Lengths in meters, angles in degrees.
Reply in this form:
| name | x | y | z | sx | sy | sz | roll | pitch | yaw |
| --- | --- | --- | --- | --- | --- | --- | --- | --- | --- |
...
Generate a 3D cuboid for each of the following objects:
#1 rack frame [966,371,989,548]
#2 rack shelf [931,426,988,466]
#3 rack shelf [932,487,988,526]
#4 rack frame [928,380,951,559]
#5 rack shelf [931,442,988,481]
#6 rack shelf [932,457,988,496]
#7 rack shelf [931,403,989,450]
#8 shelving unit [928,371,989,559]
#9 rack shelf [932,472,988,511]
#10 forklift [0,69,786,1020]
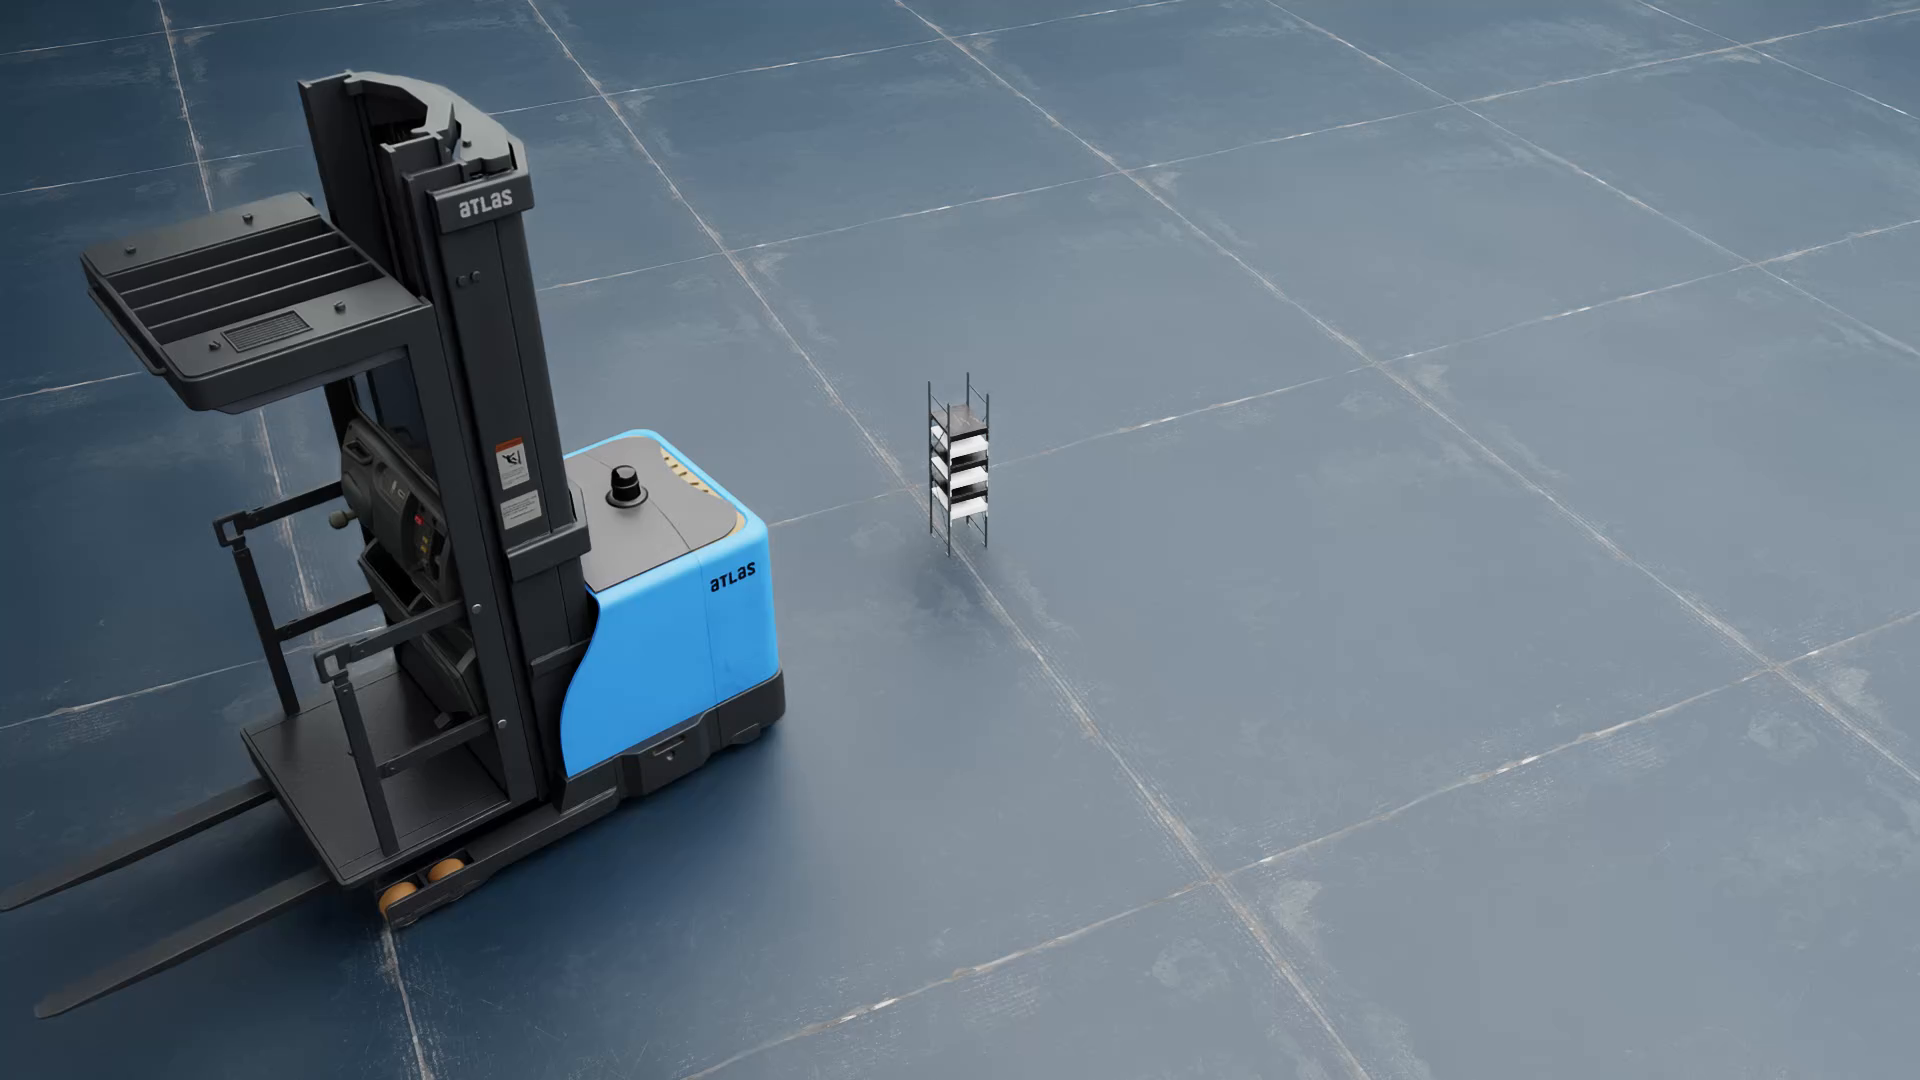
| name | x | y | z | sx | sy | sz | roll | pitch | yaw |
| --- | --- | --- | --- | --- | --- | --- | --- | --- | --- |
| rack frame | 0.085 | -0.385 | 8.157 | 0.006 | 0.900 | 0.240 | -16 | 39 | -20 |
| rack shelf | -0.007 | -0.477 | 8.035 | 0.200 | 0.077 | 0.258 | -16 | 39 | -20 |
| rack shelf | -0.007 | -0.188 | 8.249 | 0.200 | 0.077 | 0.258 | -16 | 39 | -20 |
| rack frame | -0.099 | -0.334 | 8.088 | 0.006 | 0.900 | 0.240 | -16 | 39 | -20 |
| rack shelf | -0.007 | -0.405 | 8.088 | 0.200 | 0.077 | 0.258 | -16 | 39 | -20 |
| rack shelf | -0.007 | -0.333 | 8.142 | 0.200 | 0.077 | 0.258 | -16 | 39 | -20 |
| rack shelf | -0.007 | -0.549 | 7.981 | 0.200 | 0.077 | 0.258 | -16 | 39 | -20 |
| shelving unit | -0.007 | -0.359 | 8.122 | 0.210 | 0.900 | 0.258 | -16 | 39 | -20 |
| rack shelf | -0.007 | -0.260 | 8.196 | 0.200 | 0.077 | 0.258 | -16 | 39 | -20 |
| forklift | -2.229 | -0.052 | 6.002 | 3.031 | 2.935 | 1.130 | -25 | 44 | -30 |
